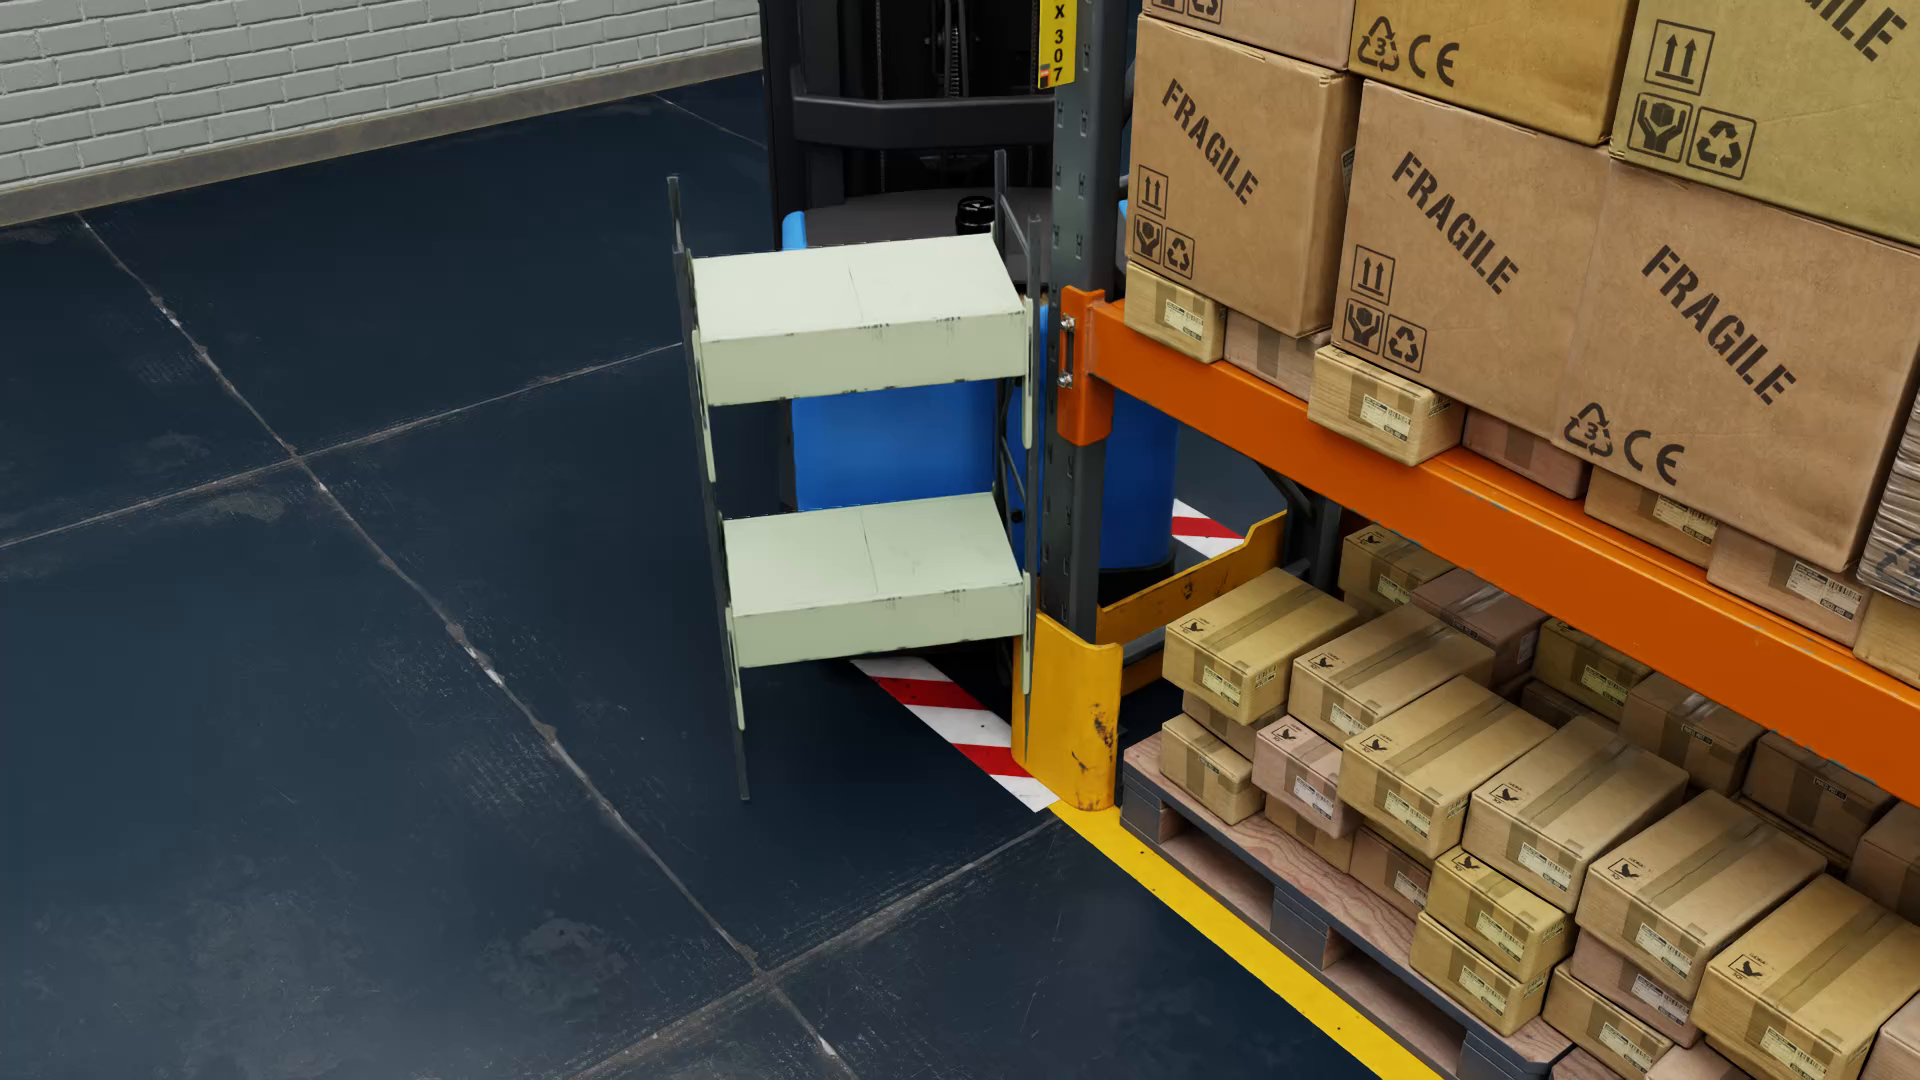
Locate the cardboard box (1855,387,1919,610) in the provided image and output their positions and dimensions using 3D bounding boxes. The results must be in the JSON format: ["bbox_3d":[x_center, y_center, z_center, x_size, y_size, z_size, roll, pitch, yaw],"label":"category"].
[{"bbox_3d":[1.641,-0.132,2.242,0.500,0.500,0.500,-23,39,-33],"label":"cardboard box"}]

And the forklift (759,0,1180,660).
[{"bbox_3d":[-0.077,-1.643,5.178,1.129,2.867,3.031,-3,32,-5],"label":"forklift"}]

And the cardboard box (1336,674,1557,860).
[{"bbox_3d":[0.998,0.458,3.410,0.380,0.149,0.250,-22,38,-32],"label":"cardboard box"}]

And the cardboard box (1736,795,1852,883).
[{"bbox_3d":[1.824,0.589,3.481,0.380,0.149,0.250,-22,38,-31],"label":"cardboard box"}]

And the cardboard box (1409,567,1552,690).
[{"bbox_3d":[1.261,0.169,3.875,0.380,0.149,0.250,-21,38,-30],"label":"cardboard box"}]

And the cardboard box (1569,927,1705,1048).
[{"bbox_3d":[1.399,0.763,3.201,0.380,0.149,0.250,-24,39,-34],"label":"cardboard box"}]

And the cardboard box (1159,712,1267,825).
[{"bbox_3d":[0.696,0.482,3.935,0.380,0.149,0.250,-21,38,-30],"label":"cardboard box"}]

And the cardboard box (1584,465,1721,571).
[{"bbox_3d":[1.293,-0.118,2.835,0.380,0.149,0.250,-23,38,-32],"label":"cardboard box"}]

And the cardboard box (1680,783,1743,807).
[{"bbox_3d":[1.580,0.522,3.588,0.380,0.149,0.250,-23,38,-32],"label":"cardboard box"}]

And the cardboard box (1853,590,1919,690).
[{"bbox_3d":[1.564,0.109,2.470,0.380,0.149,0.250,-21,37,-30],"label":"cardboard box"}]

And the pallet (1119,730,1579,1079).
[{"bbox_3d":[1.144,0.693,3.933,1.003,0.211,1.213,-22,38,-31],"label":"pallet"}]

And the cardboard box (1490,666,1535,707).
[{"bbox_3d":[1.294,0.287,3.966,0.380,0.149,0.250,-23,39,-32],"label":"cardboard box"}]

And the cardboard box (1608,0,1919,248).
[{"bbox_3d":[1.309,-0.761,2.308,0.500,0.500,0.500,-23,39,-32],"label":"cardboard box"}]

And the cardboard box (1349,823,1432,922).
[{"bbox_3d":[1.079,0.666,3.639,0.380,0.149,0.250,-22,38,-31],"label":"cardboard box"}]

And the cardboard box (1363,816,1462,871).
[{"bbox_3d":[1.089,0.541,3.559,0.380,0.149,0.250,-22,38,-31],"label":"cardboard box"}]

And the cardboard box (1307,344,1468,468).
[{"bbox_3d":[0.878,-0.303,3.133,0.380,0.149,0.250,-23,39,-33],"label":"cardboard box"}]

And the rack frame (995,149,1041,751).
[{"bbox_3d":[0.135,-0.152,4.016,0.023,1.500,0.400,-6,35,-8],"label":"rack frame"}]

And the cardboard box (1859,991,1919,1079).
[{"bbox_3d":[1.733,0.851,2.776,0.380,0.149,0.250,-22,38,-31],"label":"cardboard box"}]

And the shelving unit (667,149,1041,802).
[{"bbox_3d":[-0.226,-0.111,3.968,0.755,1.500,0.431,-6,35,-8],"label":"shelving unit"}]

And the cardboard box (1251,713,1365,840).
[{"bbox_3d":[0.869,0.467,3.677,0.380,0.149,0.250,-22,38,-32],"label":"cardboard box"}]

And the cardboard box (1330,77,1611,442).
[{"bbox_3d":[1.033,-0.550,2.916,0.500,0.500,0.500,-22,38,-31],"label":"cardboard box"}]

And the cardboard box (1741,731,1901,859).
[{"bbox_3d":[1.837,0.458,3.409,0.380,0.149,0.250,-21,37,-30],"label":"cardboard box"}]

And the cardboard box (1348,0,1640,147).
[{"bbox_3d":[1.007,-0.985,2.669,0.500,0.500,0.500,-21,38,-30],"label":"cardboard box"}]

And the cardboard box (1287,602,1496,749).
[{"bbox_3d":[0.944,0.311,3.646,0.380,0.149,0.250,-22,38,-31],"label":"cardboard box"}]

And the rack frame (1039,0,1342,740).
[{"bbox_3d":[0.627,-0.873,3.812,1.000,3.000,0.127,-22,38,-31],"label":"rack frame"}]

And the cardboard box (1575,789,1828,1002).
[{"bbox_3d":[1.378,0.653,3.096,0.380,0.149,0.250,-21,37,-30],"label":"cardboard box"}]

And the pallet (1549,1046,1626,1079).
[{"bbox_3d":[1.888,1.202,3.115,1.003,0.211,1.213,-22,38,-31],"label":"pallet"}]

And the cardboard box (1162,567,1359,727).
[{"bbox_3d":[0.680,0.235,3.768,0.380,0.149,0.250,-24,39,-33],"label":"cardboard box"}]

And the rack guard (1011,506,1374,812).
[{"bbox_3d":[0.674,0.221,4.421,1.175,0.500,0.348,-22,38,-31],"label":"rack guard"}]

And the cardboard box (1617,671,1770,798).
[{"bbox_3d":[1.629,0.364,3.561,0.380,0.149,0.250,-24,39,-33],"label":"cardboard box"}]

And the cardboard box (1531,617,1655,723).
[{"bbox_3d":[1.520,0.236,3.767,0.380,0.149,0.250,-23,39,-32],"label":"cardboard box"}]

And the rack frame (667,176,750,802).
[{"bbox_3d":[-0.586,-0.071,3.919,0.023,1.500,0.400,-6,35,-8],"label":"rack frame"}]

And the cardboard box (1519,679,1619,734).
[{"bbox_3d":[1.496,0.377,3.822,0.380,0.149,0.250,-24,39,-33],"label":"cardboard box"}]

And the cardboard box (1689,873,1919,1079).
[{"bbox_3d":[1.503,0.777,2.895,0.380,0.149,0.250,-22,38,-31],"label":"cardboard box"}]

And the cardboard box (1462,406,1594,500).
[{"bbox_3d":[1.146,-0.239,3.030,0.380,0.149,0.250,-20,37,-29],"label":"cardboard box"}]

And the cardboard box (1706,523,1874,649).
[{"bbox_3d":[1.422,-0.006,2.655,0.380,0.149,0.250,-23,39,-32],"label":"cardboard box"}]

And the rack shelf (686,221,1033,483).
[{"bbox_3d":[-0.232,-0.432,3.745,0.720,0.370,0.431,-6,35,-8],"label":"rack shelf"}]

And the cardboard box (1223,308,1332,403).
[{"bbox_3d":[0.756,-0.432,3.341,0.380,0.149,0.250,-21,37,-30],"label":"cardboard box"}]

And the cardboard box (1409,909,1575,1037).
[{"bbox_3d":[1.149,0.808,3.411,0.380,0.149,0.250,-22,38,-31],"label":"cardboard box"}]

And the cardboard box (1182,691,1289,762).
[{"bbox_3d":[0.746,0.335,3.890,0.380,0.149,0.250,-21,37,-29],"label":"cardboard box"}]

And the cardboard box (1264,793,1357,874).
[{"bbox_3d":[0.921,0.564,3.802,0.380,0.149,0.250,-22,38,-32],"label":"cardboard box"}]

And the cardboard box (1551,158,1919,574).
[{"bbox_3d":[1.323,-0.342,2.581,0.500,0.500,0.500,-22,38,-31],"label":"cardboard box"}]

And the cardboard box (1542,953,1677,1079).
[{"bbox_3d":[1.380,0.883,3.289,0.380,0.149,0.250,-22,38,-31],"label":"cardboard box"}]

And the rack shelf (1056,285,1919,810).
[{"bbox_3d":[1.854,0.266,2.660,1.077,0.370,4.000,-22,38,-31],"label":"rack shelf"}]

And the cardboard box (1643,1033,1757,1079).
[{"bbox_3d":[1.465,1.015,3.077,0.380,0.149,0.250,-24,39,-34],"label":"cardboard box"}]

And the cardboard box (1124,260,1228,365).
[{"bbox_3d":[0.567,-0.525,3.490,0.380,0.149,0.250,-23,38,-32],"label":"cardboard box"}]

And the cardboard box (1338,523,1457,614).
[{"bbox_3d":[1.152,0.046,4.073,0.380,0.149,0.250,-22,38,-31],"label":"cardboard box"}]

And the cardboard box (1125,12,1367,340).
[{"bbox_3d":[0.684,-0.765,3.262,0.500,0.500,0.500,-20,37,-29],"label":"cardboard box"}]

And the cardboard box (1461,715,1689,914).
[{"bbox_3d":[1.215,0.534,3.287,0.380,0.149,0.250,-24,39,-34],"label":"cardboard box"}]

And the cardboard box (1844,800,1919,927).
[{"bbox_3d":[1.911,0.604,3.175,0.380,0.149,0.250,-24,39,-33],"label":"cardboard box"}]

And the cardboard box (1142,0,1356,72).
[{"bbox_3d":[0.693,-1.193,3.004,0.500,0.500,0.500,-23,38,-32],"label":"cardboard box"}]

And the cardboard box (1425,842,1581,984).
[{"bbox_3d":[1.161,0.683,3.330,0.380,0.149,0.250,-21,38,-30],"label":"cardboard box"}]

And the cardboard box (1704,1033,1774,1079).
[{"bbox_3d":[1.598,0.862,3.041,0.380,0.149,0.250,-20,37,-29],"label":"cardboard box"}]
